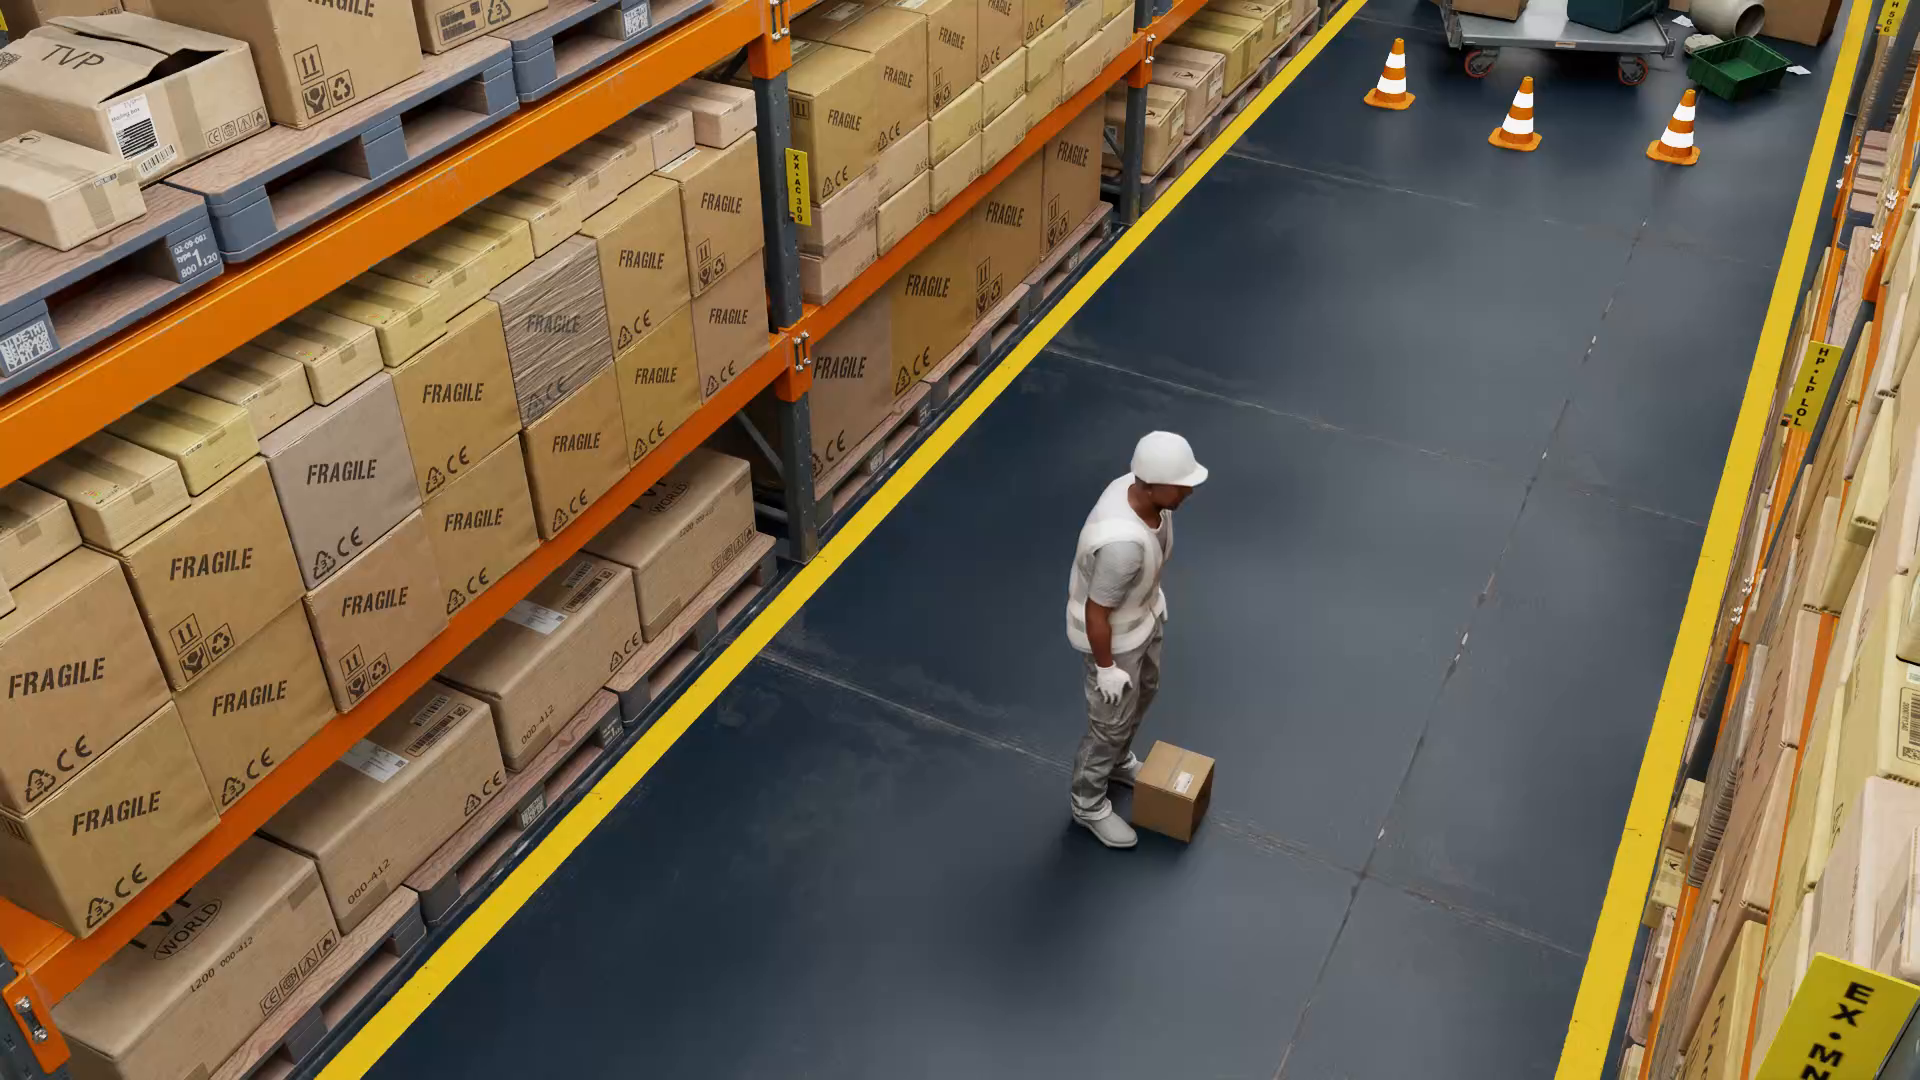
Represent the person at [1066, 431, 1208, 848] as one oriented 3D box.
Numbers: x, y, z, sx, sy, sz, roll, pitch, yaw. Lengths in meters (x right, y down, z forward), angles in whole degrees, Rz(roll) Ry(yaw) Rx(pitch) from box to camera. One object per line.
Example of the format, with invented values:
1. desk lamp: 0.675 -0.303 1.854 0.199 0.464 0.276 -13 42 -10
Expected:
1. person: 0.641 0.343 6.296 0.449 1.773 0.620 15 40 19
